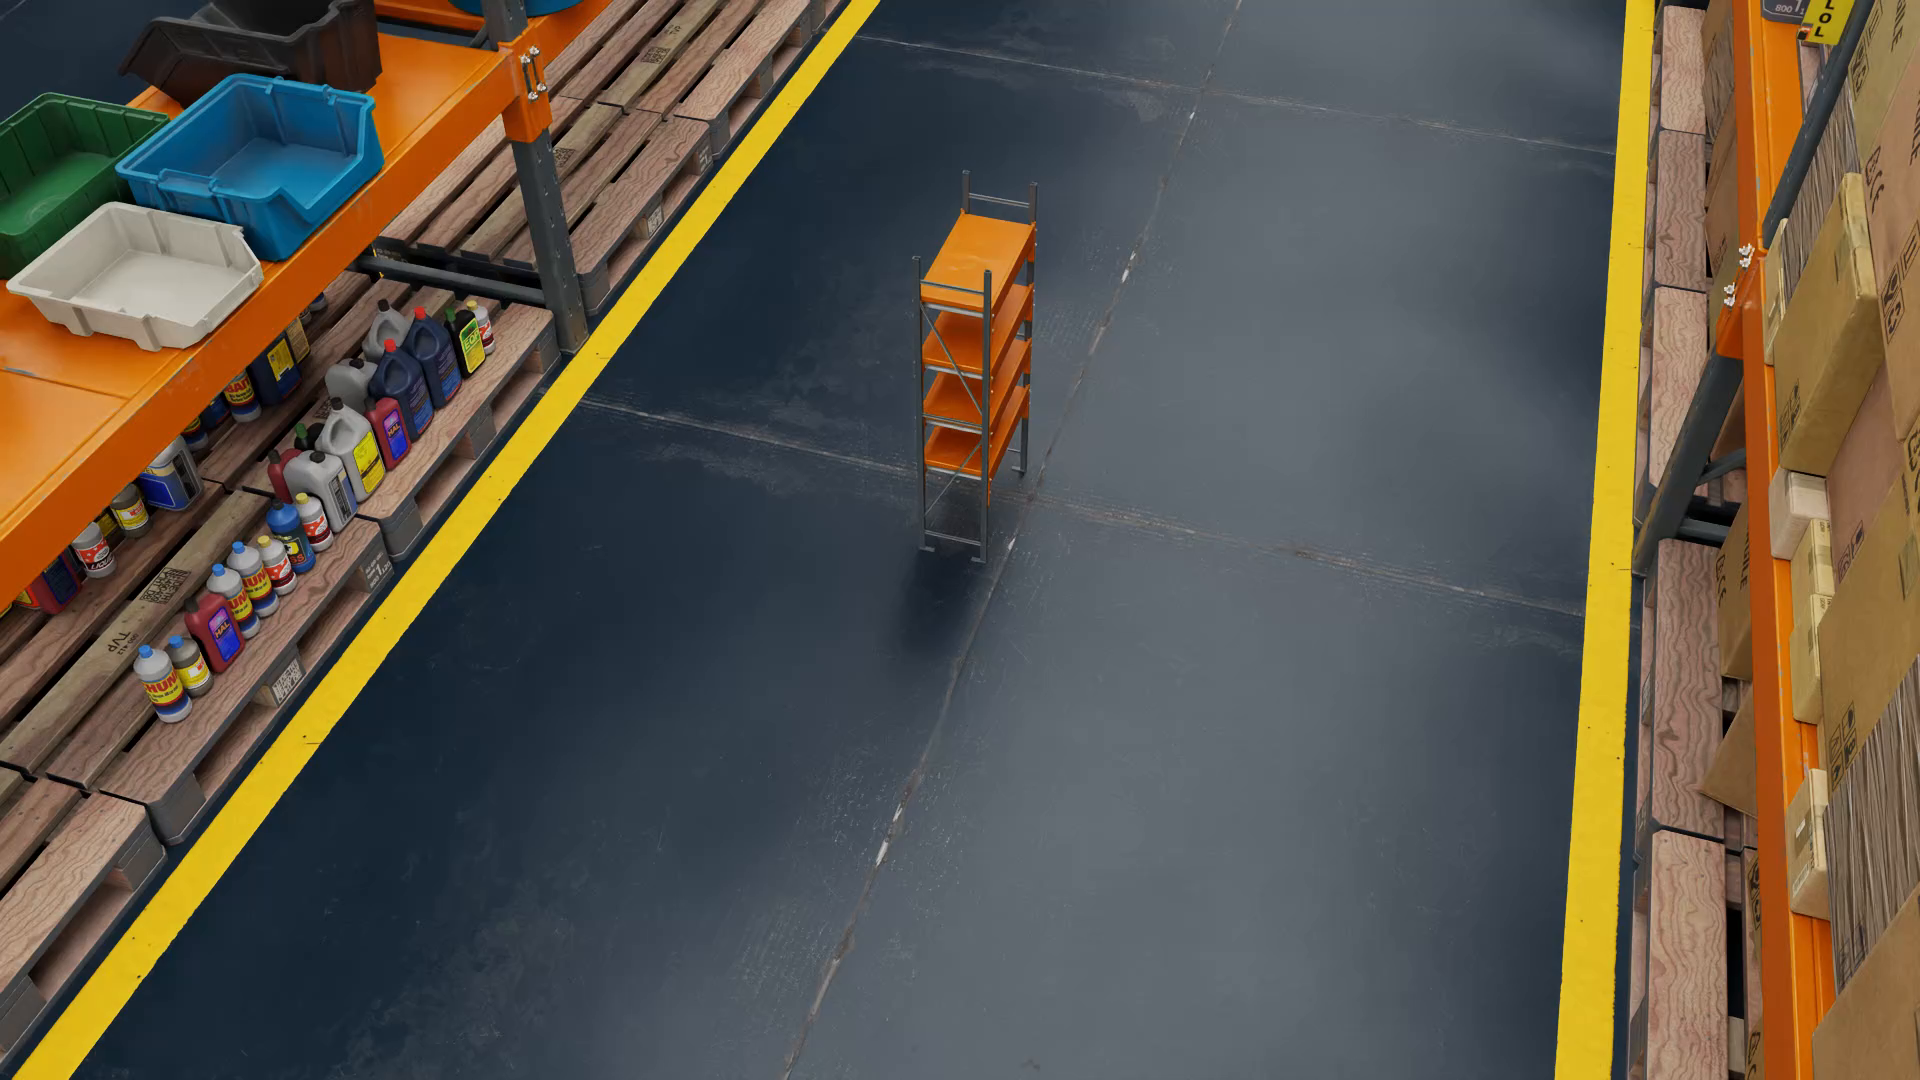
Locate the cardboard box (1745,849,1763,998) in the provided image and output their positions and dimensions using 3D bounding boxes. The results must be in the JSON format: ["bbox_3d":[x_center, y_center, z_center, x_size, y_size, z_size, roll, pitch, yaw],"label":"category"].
[{"bbox_3d":[2.326,0.929,4.143,0.500,0.500,0.500,9,45,9],"label":"cardboard box"}]

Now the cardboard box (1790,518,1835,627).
[{"bbox_3d":[2.057,0.122,3.661,0.380,0.149,0.250,13,46,13],"label":"cardboard box"}]

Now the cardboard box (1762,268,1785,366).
[{"bbox_3d":[2.324,-0.553,4.350,0.380,0.149,0.250,13,46,13],"label":"cardboard box"}]

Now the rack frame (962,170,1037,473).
[{"bbox_3d":[0.124,-0.702,5.609,0.240,1.200,0.015,13,46,13],"label":"rack frame"}]

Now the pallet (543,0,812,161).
[{"bbox_3d":[-1.388,-2.286,7.935,1.003,0.211,1.213,13,46,13],"label":"pallet"}]

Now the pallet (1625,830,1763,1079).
[{"bbox_3d":[2.227,1.382,4.187,1.003,0.211,1.213,13,46,13],"label":"pallet"}]

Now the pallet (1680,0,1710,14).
[{"bbox_3d":[4.286,-3.065,8.732,1.003,0.211,1.213,13,46,13],"label":"pallet"}]

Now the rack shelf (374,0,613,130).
[{"bbox_3d":[-1.350,-3.011,7.197,1.077,0.370,4.000,13,46,13],"label":"rack shelf"}]

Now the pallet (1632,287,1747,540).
[{"bbox_3d":[2.999,-0.409,6.017,1.003,0.211,1.213,13,46,13],"label":"pallet"}]

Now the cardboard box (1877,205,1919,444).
[{"bbox_3d":[2.084,-0.473,3.089,0.500,0.500,0.500,13,46,13],"label":"cardboard box"}]

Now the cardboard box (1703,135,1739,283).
[{"bbox_3d":[3.302,-1.242,6.347,0.700,0.500,0.500,9,45,9],"label":"cardboard box"}]

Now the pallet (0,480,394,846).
[{"bbox_3d":[-2.567,0.316,5.276,1.003,0.211,1.213,13,46,13],"label":"pallet"}]

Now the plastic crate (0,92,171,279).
[{"bbox_3d":[-2.636,-1.014,4.793,0.450,0.188,0.662,13,46,13],"label":"plastic crate"}]

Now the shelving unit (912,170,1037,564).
[{"bbox_3d":[0.050,-0.539,5.443,0.258,1.200,0.503,13,46,13],"label":"shelving unit"}]

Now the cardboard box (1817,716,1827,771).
[{"bbox_3d":[1.939,0.462,3.313,0.380,0.149,0.250,13,46,13],"label":"cardboard box"}]

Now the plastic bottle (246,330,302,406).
[{"bbox_3d":[-2.459,-0.665,5.864,0.144,0.351,0.185,13,46,13],"label":"plastic bottle"}]

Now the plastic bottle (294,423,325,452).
[{"bbox_3d":[-2.138,-0.293,5.532,0.061,0.283,0.133,13,46,13],"label":"plastic bottle"}]

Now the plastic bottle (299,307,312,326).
[{"bbox_3d":[-2.501,-0.905,6.216,0.097,0.201,0.097,0,44,0],"label":"plastic bottle"}]

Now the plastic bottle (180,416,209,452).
[{"bbox_3d":[-2.662,-0.435,5.686,0.097,0.271,0.097,0,44,0],"label":"plastic bottle"}]

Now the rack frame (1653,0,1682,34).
[{"bbox_3d":[3.976,-3.552,7.236,1.000,3.000,0.127,13,46,13],"label":"rack frame"}]

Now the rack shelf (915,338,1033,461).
[{"bbox_3d":[0.050,-0.491,5.490,0.258,0.148,0.480,13,46,13],"label":"rack shelf"}]

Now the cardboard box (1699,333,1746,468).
[{"bbox_3d":[2.971,-0.555,5.645,0.700,0.500,0.500,9,45,9],"label":"cardboard box"}]

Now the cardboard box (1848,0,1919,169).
[{"bbox_3d":[2.386,-1.139,3.771,0.500,0.500,0.500,13,46,13],"label":"cardboard box"}]

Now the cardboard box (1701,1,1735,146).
[{"bbox_3d":[3.636,-1.993,7.115,0.700,0.500,0.500,9,45,9],"label":"cardboard box"}]

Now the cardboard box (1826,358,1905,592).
[{"bbox_3d":[2.329,-0.061,3.383,0.875,0.500,0.500,13,46,13],"label":"cardboard box"}]

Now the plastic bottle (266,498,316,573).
[{"bbox_3d":[-2.126,-0.024,5.266,0.097,0.271,0.097,0,44,0],"label":"plastic bottle"}]

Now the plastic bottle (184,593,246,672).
[{"bbox_3d":[-2.235,0.255,4.972,0.061,0.283,0.133,13,46,13],"label":"plastic bottle"}]

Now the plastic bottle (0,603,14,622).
[{"bbox_3d":[-3.011,0.146,5.084,0.061,0.283,0.133,14,46,13],"label":"plastic bottle"}]

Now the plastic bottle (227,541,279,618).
[{"bbox_3d":[-2.187,0.111,5.128,0.097,0.271,0.097,0,44,0],"label":"plastic bottle"}]

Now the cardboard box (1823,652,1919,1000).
[{"bbox_3d":[1.975,0.594,2.714,0.875,0.500,0.500,13,46,13],"label":"cardboard box"}]

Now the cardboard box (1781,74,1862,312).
[{"bbox_3d":[2.569,-0.741,4.079,0.875,0.500,0.500,13,46,13],"label":"cardboard box"}]

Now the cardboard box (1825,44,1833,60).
[{"bbox_3d":[3.138,-1.751,4.665,1.000,1.000,1.000,13,46,13],"label":"cardboard box"}]

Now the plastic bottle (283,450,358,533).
[{"bbox_3d":[-2.085,-0.178,5.420,0.152,0.276,0.135,13,46,13],"label":"plastic bottle"}]

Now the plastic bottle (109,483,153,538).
[{"bbox_3d":[-2.710,-0.113,5.407,0.097,0.201,0.097,0,44,0],"label":"plastic bottle"}]

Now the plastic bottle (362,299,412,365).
[{"bbox_3d":[-2.014,-0.686,5.886,0.144,0.351,0.185,13,46,13],"label":"plastic bottle"}]

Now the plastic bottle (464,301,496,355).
[{"bbox_3d":[-1.769,-0.784,6.093,0.097,0.201,0.097,0,44,0],"label":"plastic bottle"}]

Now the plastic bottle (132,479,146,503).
[{"bbox_3d":[-2.782,-0.286,5.477,0.144,0.351,0.185,12,46,12],"label":"plastic bottle"}]

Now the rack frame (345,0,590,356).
[{"bbox_3d":[-1.956,-1.935,5.583,1.000,3.000,0.127,13,46,13],"label":"rack frame"}]

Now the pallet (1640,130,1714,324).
[{"bbox_3d":[3.366,-1.225,6.851,1.003,0.211,1.213,13,46,13],"label":"pallet"}]

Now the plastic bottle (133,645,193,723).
[{"bbox_3d":[-2.321,0.406,4.826,0.097,0.271,0.097,0,44,0],"label":"plastic bottle"}]

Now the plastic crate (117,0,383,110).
[{"bbox_3d":[-2.236,-1.591,5.276,0.767,0.338,0.504,13,46,13],"label":"plastic crate"}]

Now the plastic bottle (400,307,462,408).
[{"bbox_3d":[-1.876,-0.655,5.854,0.144,0.351,0.185,11,46,11],"label":"plastic bottle"}]

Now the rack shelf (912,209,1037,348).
[{"bbox_3d":[0.050,-0.820,5.168,0.258,0.148,0.480,13,46,13],"label":"rack shelf"}]

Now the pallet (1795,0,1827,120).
[{"bbox_3d":[3.134,-1.296,5.067,1.003,0.211,1.213,13,46,13],"label":"pallet"}]

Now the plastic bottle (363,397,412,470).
[{"bbox_3d":[-1.944,-0.386,5.627,0.061,0.283,0.133,15,46,15],"label":"plastic bottle"}]

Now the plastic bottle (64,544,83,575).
[{"bbox_3d":[-2.885,-0.024,5.263,0.152,0.276,0.135,11,46,11],"label":"plastic bottle"}]

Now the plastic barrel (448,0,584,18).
[{"bbox_3d":[-1.550,-2.308,5.605,0.600,0.901,0.708,13,46,13],"label":"plastic barrel"}]

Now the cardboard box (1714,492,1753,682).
[{"bbox_3d":[2.605,0.115,4.974,0.500,0.500,0.500,11,45,11],"label":"cardboard box"}]

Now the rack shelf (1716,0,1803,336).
[{"bbox_3d":[3.370,-1.962,6.125,1.077,0.370,4.000,13,46,13],"label":"rack shelf"}]
